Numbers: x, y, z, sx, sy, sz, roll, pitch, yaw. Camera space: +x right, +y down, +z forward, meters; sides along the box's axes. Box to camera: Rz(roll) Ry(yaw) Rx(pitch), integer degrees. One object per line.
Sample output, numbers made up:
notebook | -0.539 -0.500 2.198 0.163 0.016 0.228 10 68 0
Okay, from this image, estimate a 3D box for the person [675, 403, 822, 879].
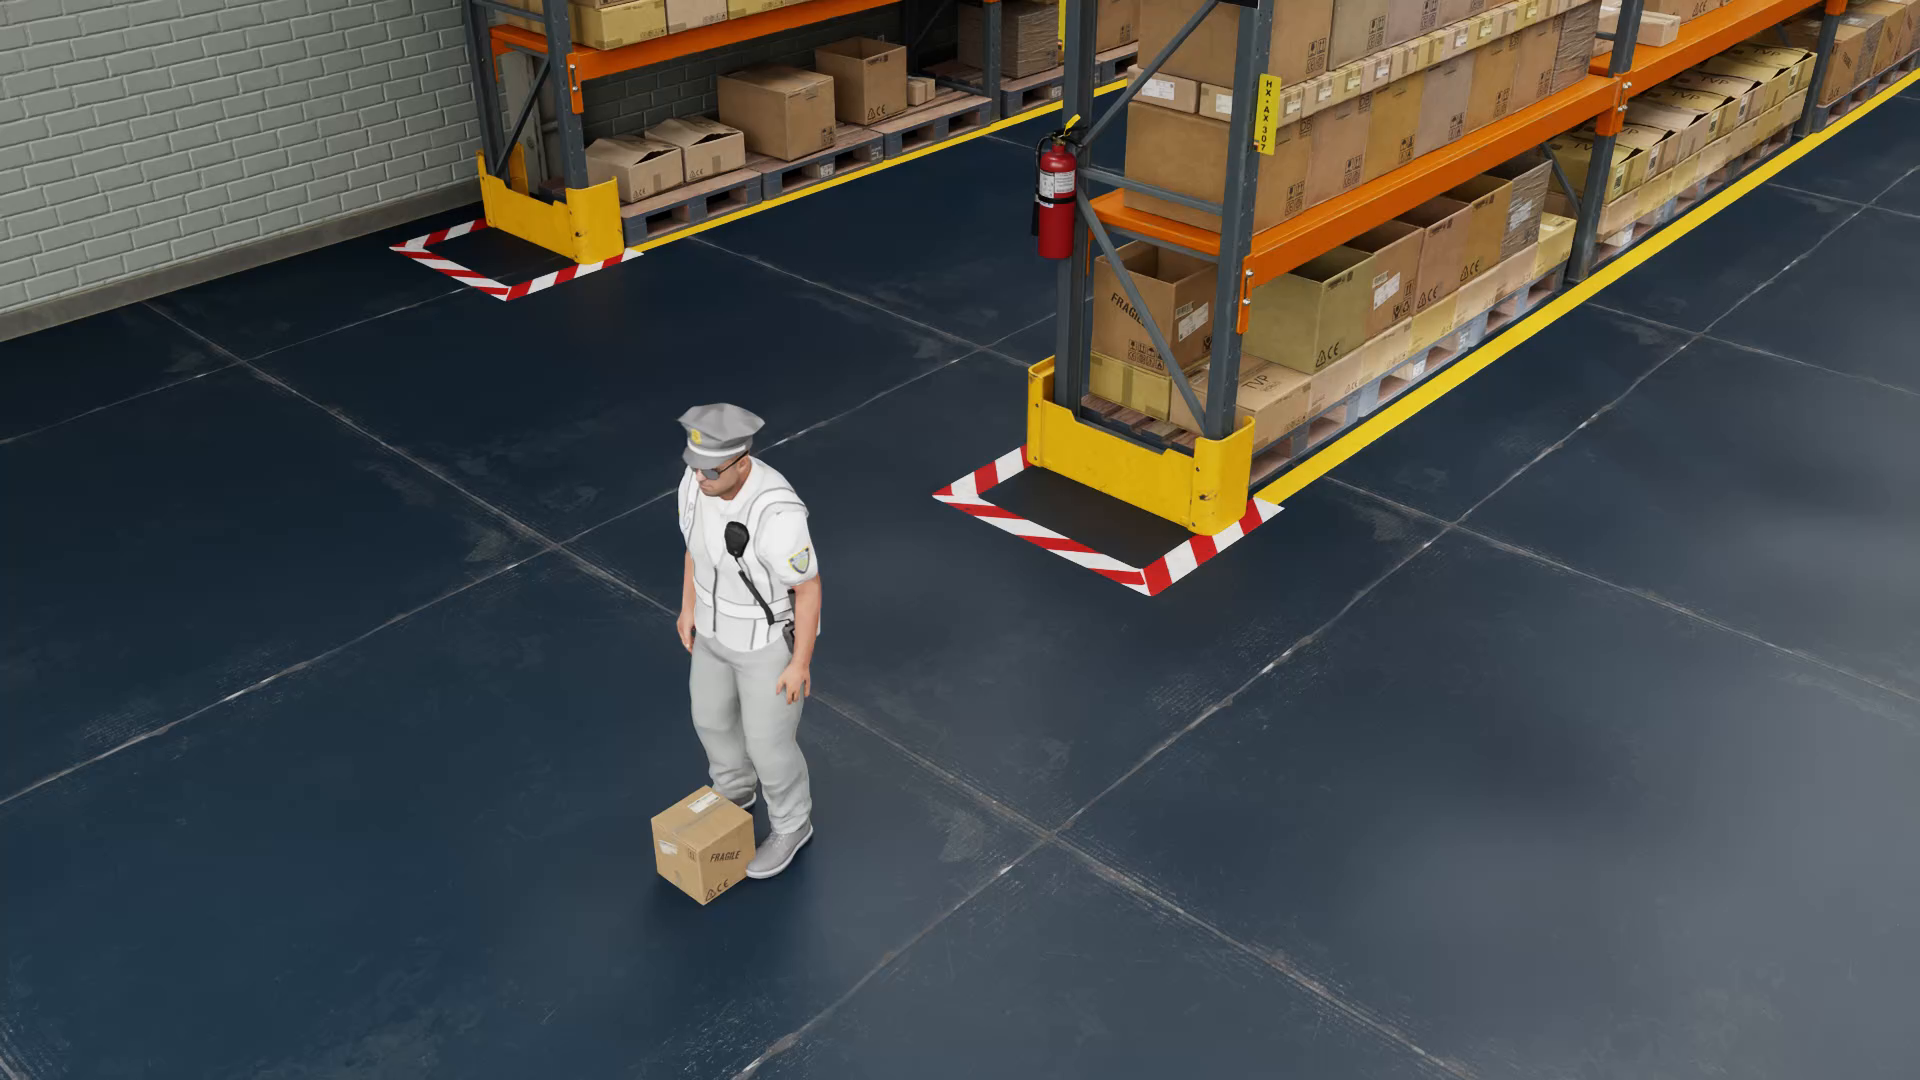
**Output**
person | -0.709 0.315 5.606 0.601 1.745 0.437 22 38 32
